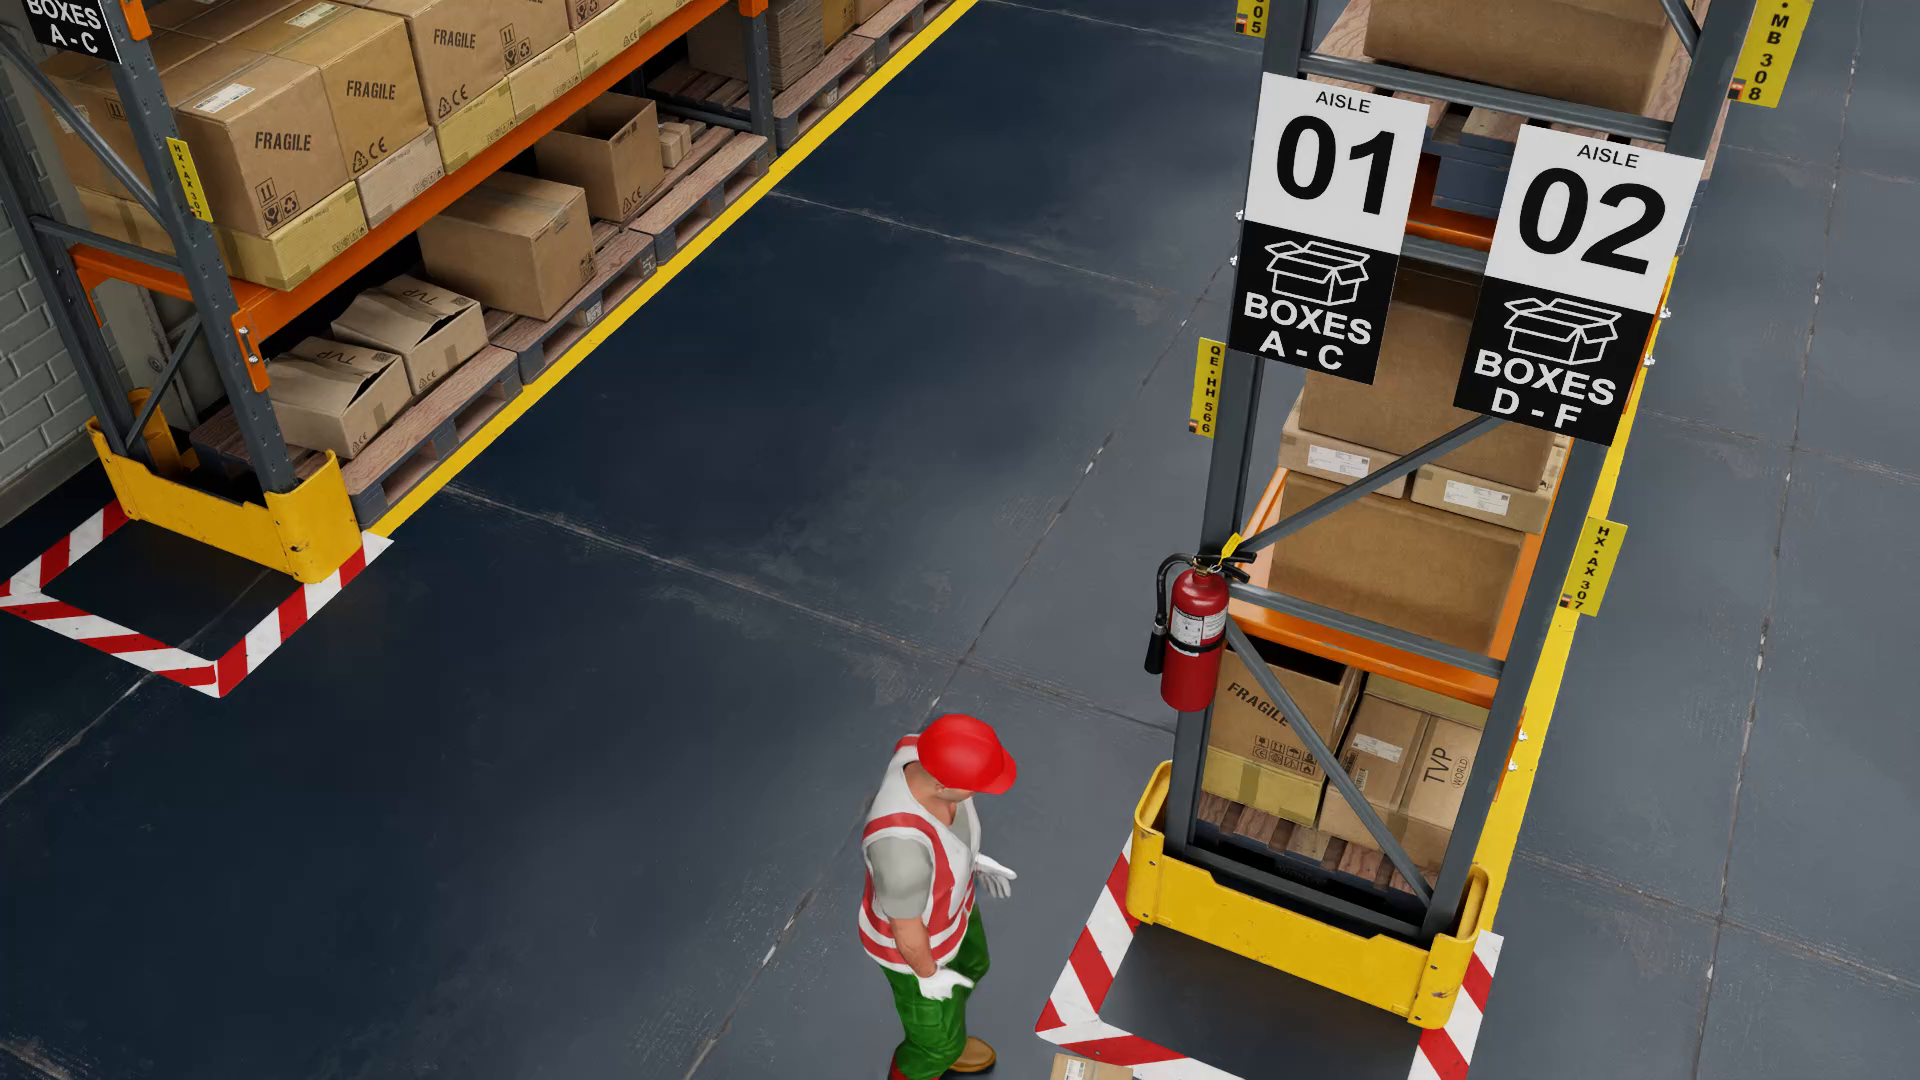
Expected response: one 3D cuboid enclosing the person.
[{"bbox_3d":[-0.061,1.122,4.907,0.427,1.751,0.538,10,43,11],"label":"person"}]
